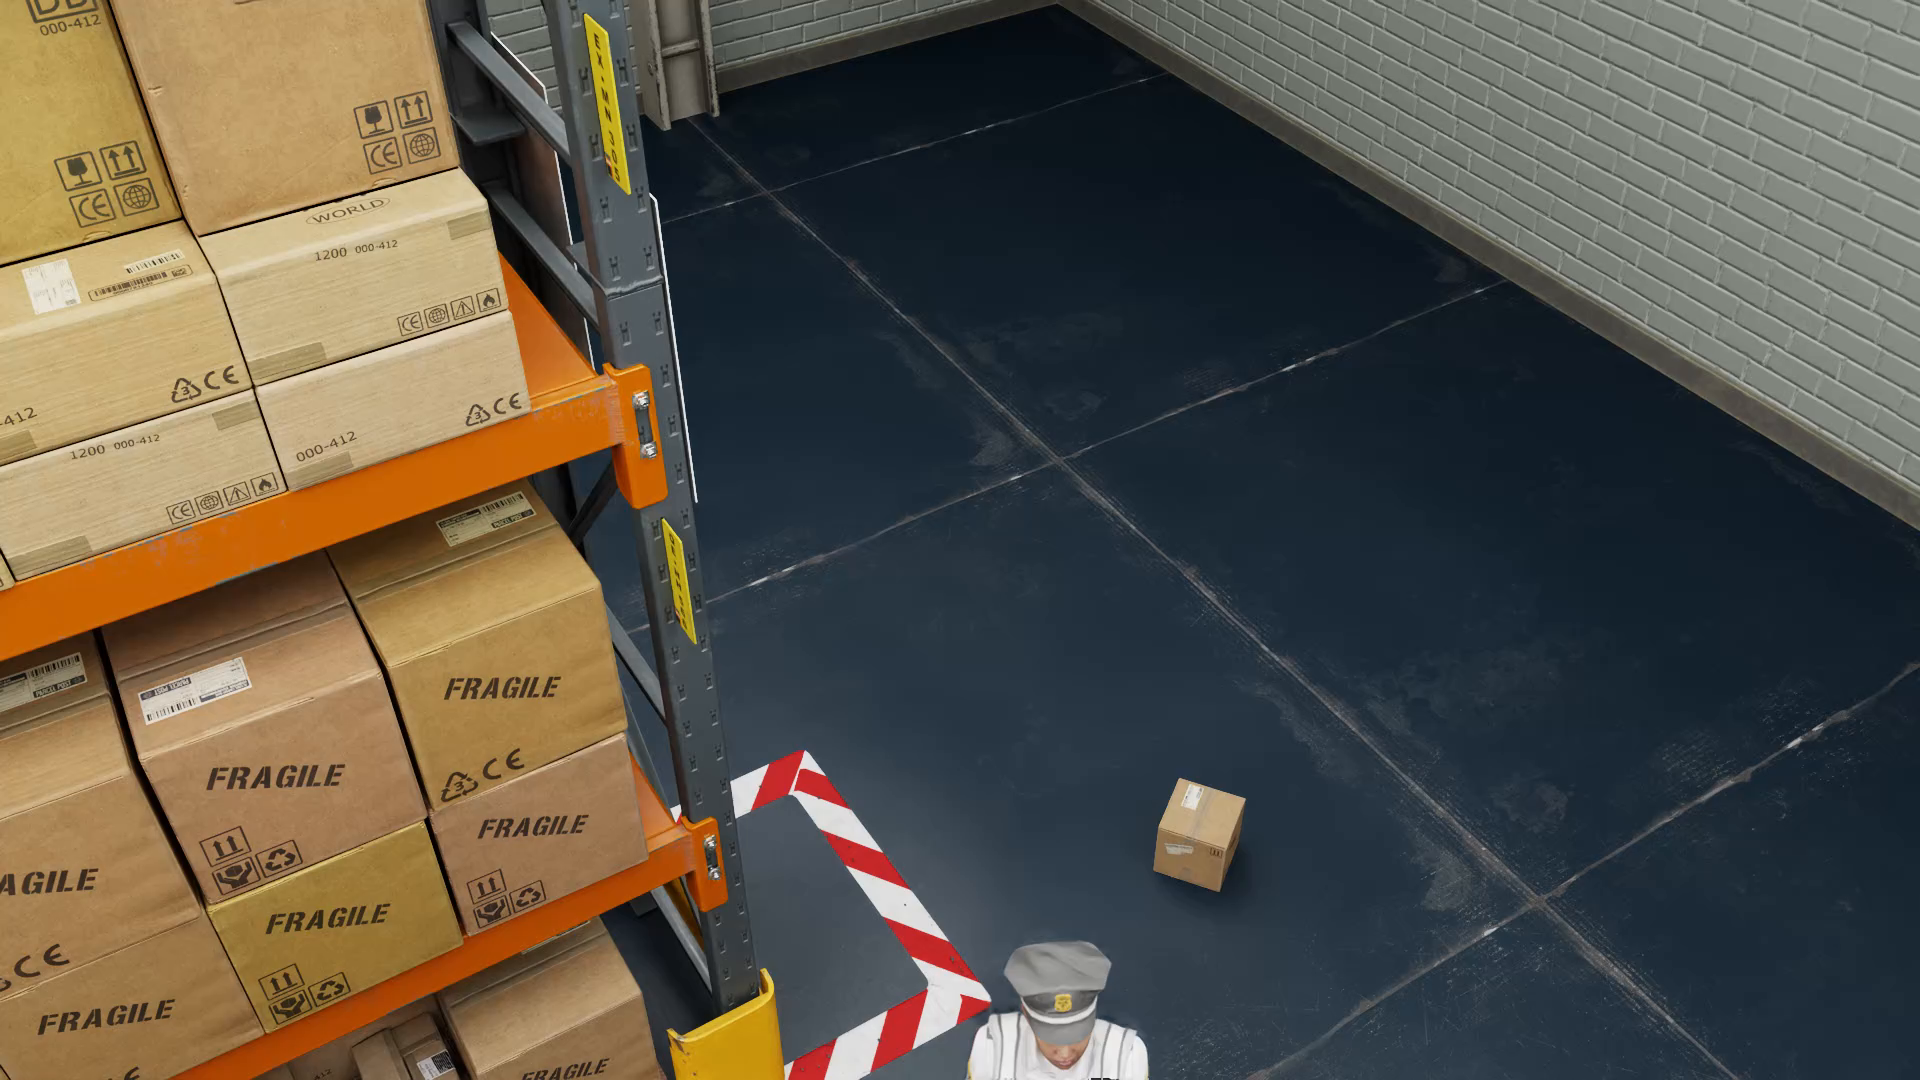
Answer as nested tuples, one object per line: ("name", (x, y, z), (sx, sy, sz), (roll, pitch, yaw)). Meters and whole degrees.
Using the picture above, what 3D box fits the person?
("person", (0.218, 1.665, 4.243), (0.486, 1.750, 0.588), (7, 42, 8))
